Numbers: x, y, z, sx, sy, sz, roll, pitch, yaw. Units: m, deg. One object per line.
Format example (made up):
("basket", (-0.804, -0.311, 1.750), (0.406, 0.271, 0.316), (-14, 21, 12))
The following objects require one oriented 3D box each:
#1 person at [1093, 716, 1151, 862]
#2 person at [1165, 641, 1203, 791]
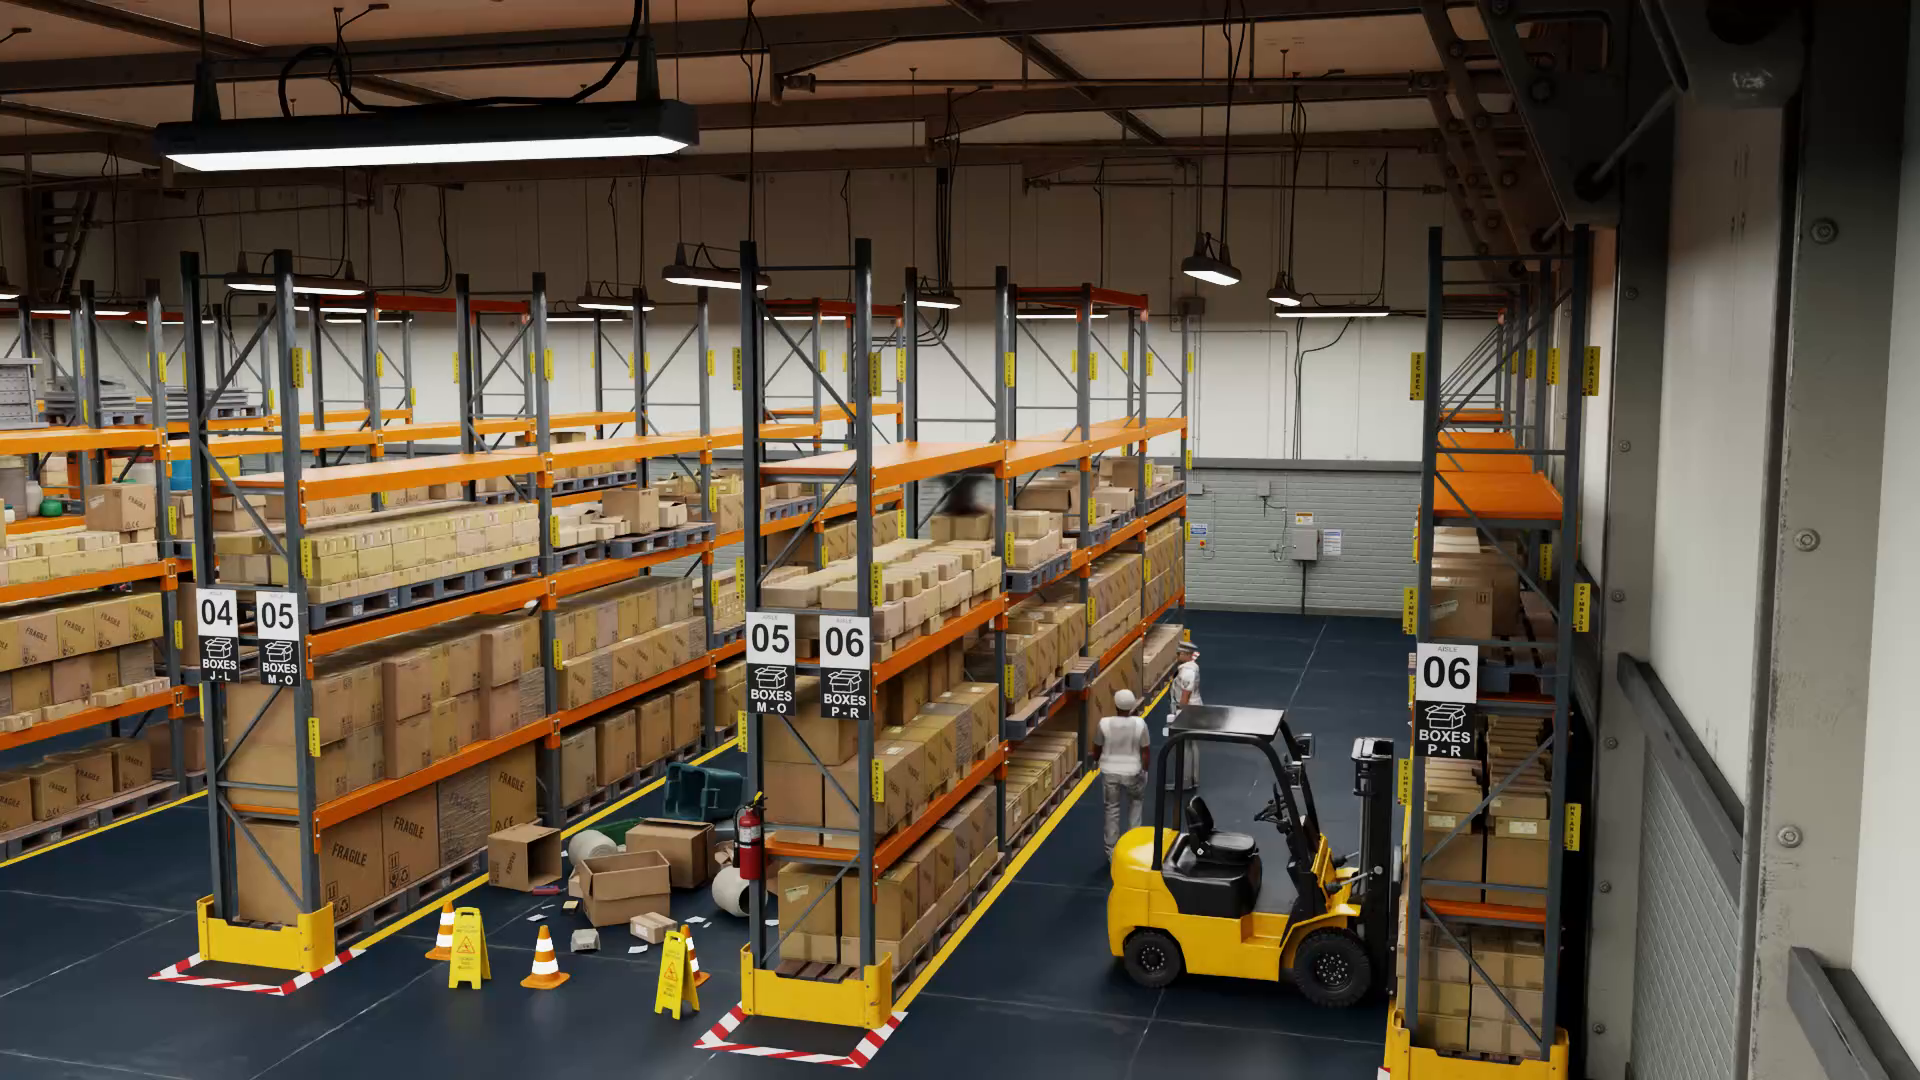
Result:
("person", (1.644, 2.525, 16.993), (0.613, 1.534, 0.598), (1, 7, 13))
("person", (2.686, 2.074, 19.770), (0.416, 1.767, 0.553), (2, 7, 19))
